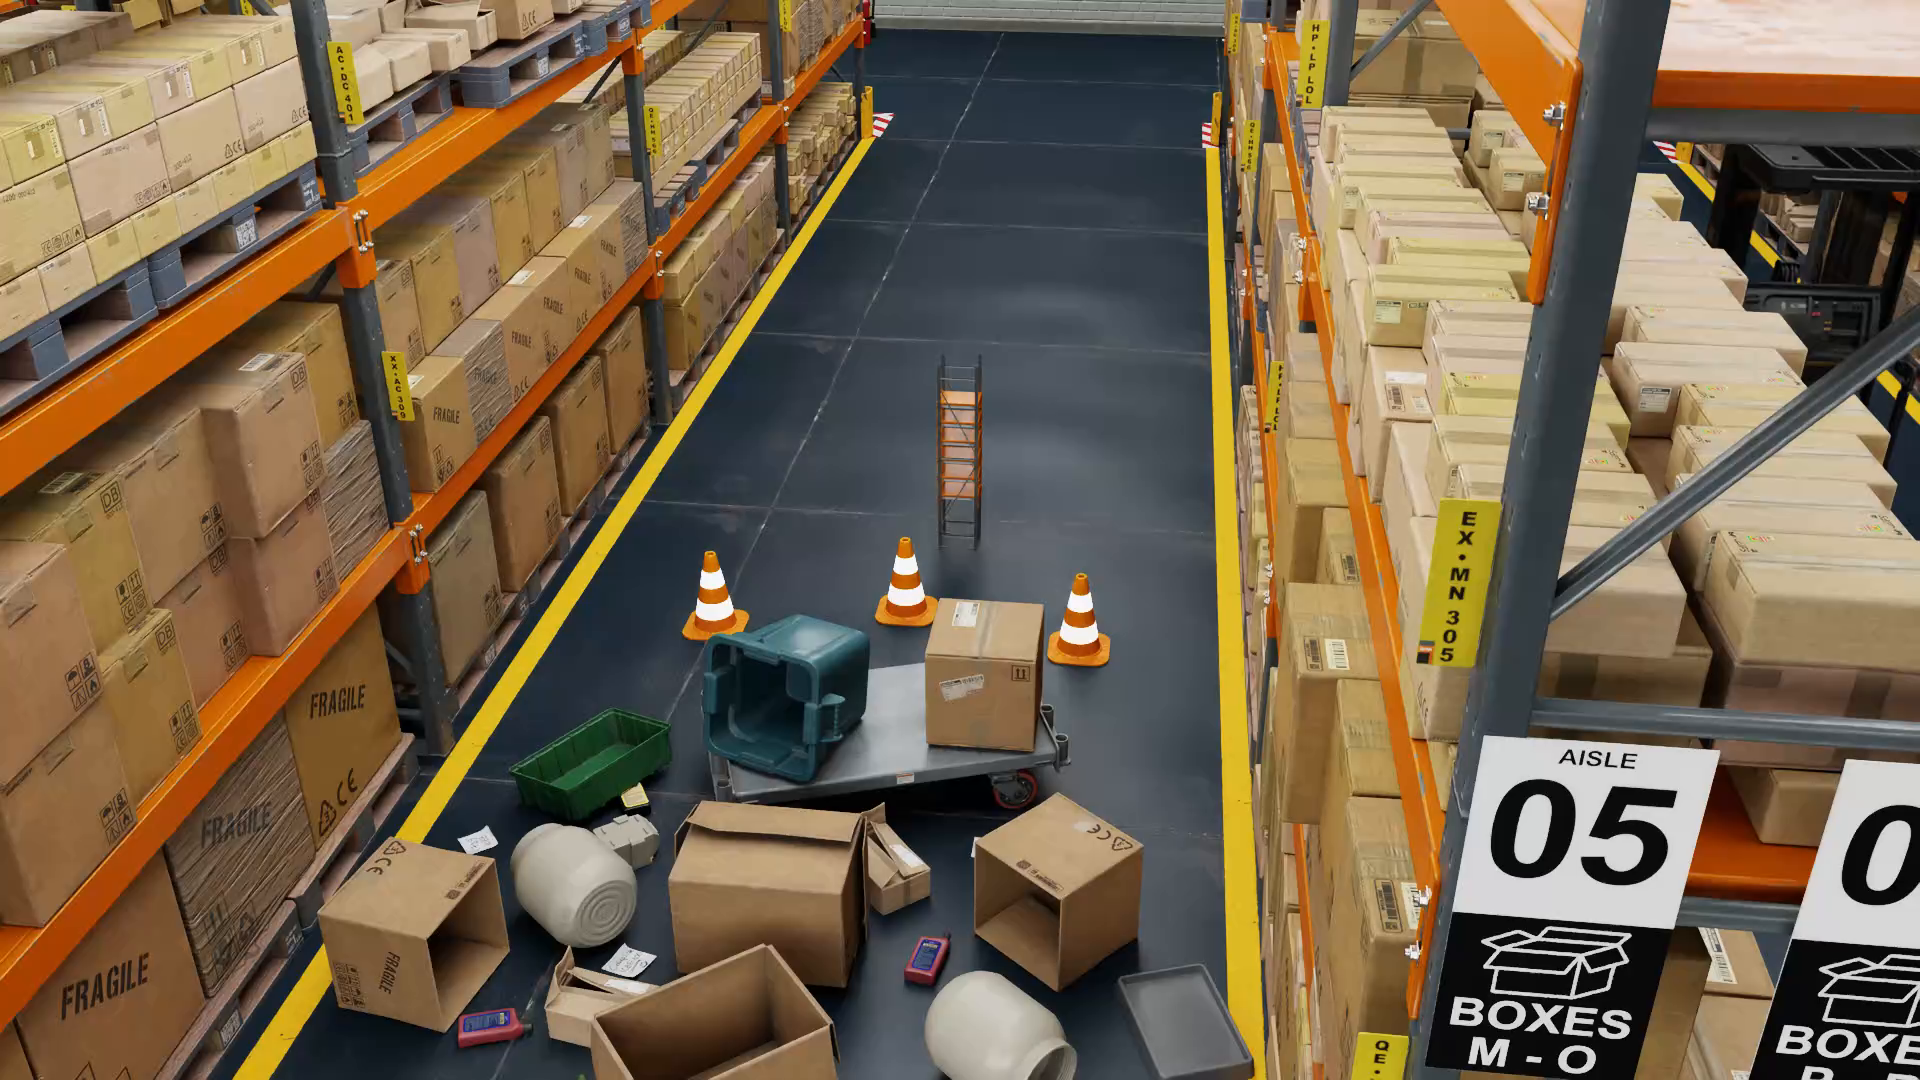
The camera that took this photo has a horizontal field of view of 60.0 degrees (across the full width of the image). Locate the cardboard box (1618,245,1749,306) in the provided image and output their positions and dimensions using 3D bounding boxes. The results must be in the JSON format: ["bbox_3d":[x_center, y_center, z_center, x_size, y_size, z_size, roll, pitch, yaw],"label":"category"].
[{"bbox_3d":[1.973,-0.718,4.681,0.380,0.149,0.250,4,29,7],"label":"cardboard box"}]

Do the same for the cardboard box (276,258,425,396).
[{"bbox_3d":[-2.979,-1.012,7.807,0.700,0.500,0.500,3,28,5],"label":"cardboard box"}]

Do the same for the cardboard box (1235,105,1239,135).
[{"bbox_3d":[2.493,-3.318,13.405,0.500,0.250,0.500,3,28,5],"label":"cardboard box"}]

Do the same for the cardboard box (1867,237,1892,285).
[{"bbox_3d":[7.460,-2.152,13.274,0.500,0.500,0.500,3,28,6],"label":"cardboard box"}]

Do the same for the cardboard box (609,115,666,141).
[{"bbox_3d":[-2.265,-2.846,11.565,0.380,0.149,0.250,3,28,5],"label":"cardboard box"}]

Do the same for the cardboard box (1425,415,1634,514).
[{"bbox_3d":[1.232,-0.149,3.625,0.380,0.149,0.250,3,28,6],"label":"cardboard box"}]

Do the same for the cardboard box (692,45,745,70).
[{"bbox_3d":[-1.975,-3.948,13.610,0.380,0.149,0.250,2,28,5],"label":"cardboard box"}]

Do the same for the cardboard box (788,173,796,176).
[{"bbox_3d":[-1.750,-3.397,15.642,0.380,0.149,0.250,4,29,7],"label":"cardboard box"}]

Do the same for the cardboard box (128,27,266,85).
[{"bbox_3d":[-2.794,-1.774,6.094,0.380,0.149,0.250,3,28,6],"label":"cardboard box"}]

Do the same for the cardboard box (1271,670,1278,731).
[{"bbox_3d":[1.476,0.673,6.819,0.380,0.149,0.250,4,29,7],"label":"cardboard box"}]

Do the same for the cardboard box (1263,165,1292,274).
[{"bbox_3d":[2.039,-1.853,9.664,0.500,0.500,0.500,5,29,9],"label":"cardboard box"}]

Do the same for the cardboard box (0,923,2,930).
[{"bbox_3d":[-3.478,1.085,4.915,0.875,0.550,0.550,3,28,6],"label":"cardboard box"}]

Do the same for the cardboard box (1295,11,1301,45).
[{"bbox_3d":[2.174,-3.008,9.774,0.380,0.149,0.250,3,28,6],"label":"cardboard box"}]

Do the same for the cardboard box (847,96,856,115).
[{"bbox_3d":[-1.345,-4.738,18.132,0.380,0.149,0.250,3,28,5],"label":"cardboard box"}]

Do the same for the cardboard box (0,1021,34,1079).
[{"bbox_3d":[-3.507,2.016,5.142,0.875,0.875,0.875,4,29,6],"label":"cardboard box"}]

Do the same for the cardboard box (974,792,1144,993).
[{"bbox_3d":[0.409,1.471,6.990,0.500,0.500,0.500,-24,36,-37],"label":"cardboard box"}]

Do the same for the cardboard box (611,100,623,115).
[{"bbox_3d":[-2.780,-3.249,12.626,0.380,0.149,0.250,4,29,7],"label":"cardboard box"}]

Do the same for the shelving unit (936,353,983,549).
[{"bbox_3d":[-0.002,-0.521,9.953,0.258,1.200,0.189,3,28,6],"label":"shelving unit"}]

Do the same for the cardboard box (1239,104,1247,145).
[{"bbox_3d":[2.353,-3.062,12.402,0.500,0.250,0.500,3,28,5],"label":"cardboard box"}]

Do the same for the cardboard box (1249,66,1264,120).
[{"bbox_3d":[2.239,-2.922,11.351,0.500,0.500,0.500,4,29,7],"label":"cardboard box"}]

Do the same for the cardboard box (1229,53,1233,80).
[{"bbox_3d":[2.779,-4.577,15.478,0.500,0.500,0.500,3,28,5],"label":"cardboard box"}]

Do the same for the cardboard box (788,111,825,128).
[{"bbox_3d":[-1.585,-4.261,16.932,0.380,0.149,0.250,2,28,4],"label":"cardboard box"}]

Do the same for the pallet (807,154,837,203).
[{"bbox_3d":[-1.860,-3.726,16.944,1.003,0.211,1.213,3,28,6],"label":"pallet"}]

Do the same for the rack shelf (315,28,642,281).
[{"bbox_3d":[-2.789,-2.239,8.840,1.077,0.370,4.000,3,28,6],"label":"rack shelf"}]

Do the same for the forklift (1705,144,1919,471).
[{"bbox_3d":[4.784,-1.205,9.397,1.130,2.935,3.031,3,28,5],"label":"forklift"}]

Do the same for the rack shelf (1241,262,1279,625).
[{"bbox_3d":[2.136,-0.679,9.106,1.077,0.370,4.000,3,28,6],"label":"rack shelf"}]

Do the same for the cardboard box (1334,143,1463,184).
[{"bbox_3d":[1.484,-1.238,5.647,0.380,0.149,0.250,2,28,5],"label":"cardboard box"}]

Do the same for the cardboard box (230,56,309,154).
[{"bbox_3d":[-2.840,-1.662,6.306,0.500,0.250,0.500,3,28,6],"label":"cardboard box"}]

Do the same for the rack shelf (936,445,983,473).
[{"bbox_3d":[-0.002,-0.482,9.974,0.258,0.103,0.180,3,28,6],"label":"rack shelf"}]

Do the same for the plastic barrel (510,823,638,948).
[{"bbox_3d":[-1.651,1.463,7.088,0.421,0.421,0.512,-24,36,-37],"label":"plastic barrel"}]

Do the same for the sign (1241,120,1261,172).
[{"bbox_3d":[1.830,-2.477,10.465,0.100,0.325,0.005,3,28,6],"label":"sign"}]

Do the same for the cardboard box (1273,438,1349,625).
[{"bbox_3d":[1.449,-0.001,5.615,0.700,0.500,0.500,3,28,5],"label":"cardboard box"}]

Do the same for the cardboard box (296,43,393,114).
[{"bbox_3d":[-2.713,-2.054,7.331,0.258,0.266,0.396,3,28,5],"label":"cardboard box"}]

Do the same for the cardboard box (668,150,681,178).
[{"bbox_3d":[-2.223,-2.703,11.928,0.380,0.149,0.250,5,29,9],"label":"cardboard box"}]

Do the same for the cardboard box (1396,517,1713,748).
[{"bbox_3d":[1.196,0.187,3.422,0.500,0.250,0.500,3,28,6],"label":"cardboard box"}]

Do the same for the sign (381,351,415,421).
[{"bbox_3d":[-2.483,-0.679,7.351,0.100,0.325,0.005,3,28,6],"label":"sign"}]

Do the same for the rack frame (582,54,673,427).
[{"bbox_3d":[-2.544,-2.177,11.128,1.000,3.000,0.127,3,28,6],"label":"rack frame"}]

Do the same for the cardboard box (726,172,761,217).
[{"bbox_3d":[-1.971,-2.868,13.813,0.500,0.250,0.500,5,29,9],"label":"cardboard box"}]

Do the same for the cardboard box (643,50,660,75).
[{"bbox_3d":[-2.654,-3.868,13.462,0.380,0.149,0.250,3,28,6],"label":"cardboard box"}]

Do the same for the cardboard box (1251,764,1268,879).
[{"bbox_3d":[1.551,1.234,7.254,0.500,0.250,0.500,2,28,4],"label":"cardboard box"}]

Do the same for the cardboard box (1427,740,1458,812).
[{"bbox_3d":[1.167,0.435,3.383,0.380,0.149,0.250,3,29,6],"label":"cardboard box"}]

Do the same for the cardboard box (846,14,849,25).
[{"bbox_3d":[-1.391,-5.547,17.649,0.380,0.149,0.250,3,28,6],"label":"cardboard box"}]

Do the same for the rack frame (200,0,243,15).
[{"bbox_3d":[-6.964,-4.396,15.247,1.000,3.000,0.127,3,28,6],"label":"rack frame"}]

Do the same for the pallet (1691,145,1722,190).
[{"bbox_3d":[8.182,-3.777,17.039,1.003,0.211,1.213,3,28,6],"label":"pallet"}]

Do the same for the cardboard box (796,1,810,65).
[{"bbox_3d":[-1.690,-4.687,15.368,0.500,0.500,0.500,3,28,6],"label":"cardboard box"}]

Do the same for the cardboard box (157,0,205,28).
[{"bbox_3d":[-7.034,-4.580,14.426,0.797,0.503,0.637,3,28,5],"label":"cardboard box"}]

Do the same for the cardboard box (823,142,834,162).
[{"bbox_3d":[-1.510,-3.998,17.072,0.380,0.149,0.250,4,29,7],"label":"cardboard box"}]

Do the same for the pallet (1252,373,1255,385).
[{"bbox_3d":[2.552,-1.076,12.025,1.003,0.211,1.213,3,28,6],"label":"pallet"}]

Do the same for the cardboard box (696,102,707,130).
[{"bbox_3d":[-2.129,-3.204,12.544,0.380,0.149,0.250,3,28,6],"label":"cardboard box"}]

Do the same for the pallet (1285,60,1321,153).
[{"bbox_3d":[2.196,-2.065,7.955,1.213,0.211,1.003,3,28,6],"label":"pallet"}]

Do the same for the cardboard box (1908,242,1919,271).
[{"bbox_3d":[7.392,-2.131,12.552,0.380,0.149,0.250,4,29,8],"label":"cardboard box"}]

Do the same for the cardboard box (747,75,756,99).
[{"bbox_3d":[-1.937,-3.813,13.988,0.380,0.149,0.250,4,29,6],"label":"cardboard box"}]

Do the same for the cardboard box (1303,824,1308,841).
[{"bbox_3d":[1.365,0.908,5.667,0.380,0.149,0.250,3,28,6],"label":"cardboard box"}]

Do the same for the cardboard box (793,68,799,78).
[{"bbox_3d":[-1.717,-4.446,15.604,0.380,0.149,0.250,2,28,4],"label":"cardboard box"}]

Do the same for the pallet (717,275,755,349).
[{"bbox_3d":[-2.295,-1.890,13.535,1.003,0.211,1.213,3,28,6],"label":"pallet"}]

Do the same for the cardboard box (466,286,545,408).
[{"bbox_3d":[-2.578,-1.043,8.918,0.500,0.500,0.500,3,28,6],"label":"cardboard box"}]
